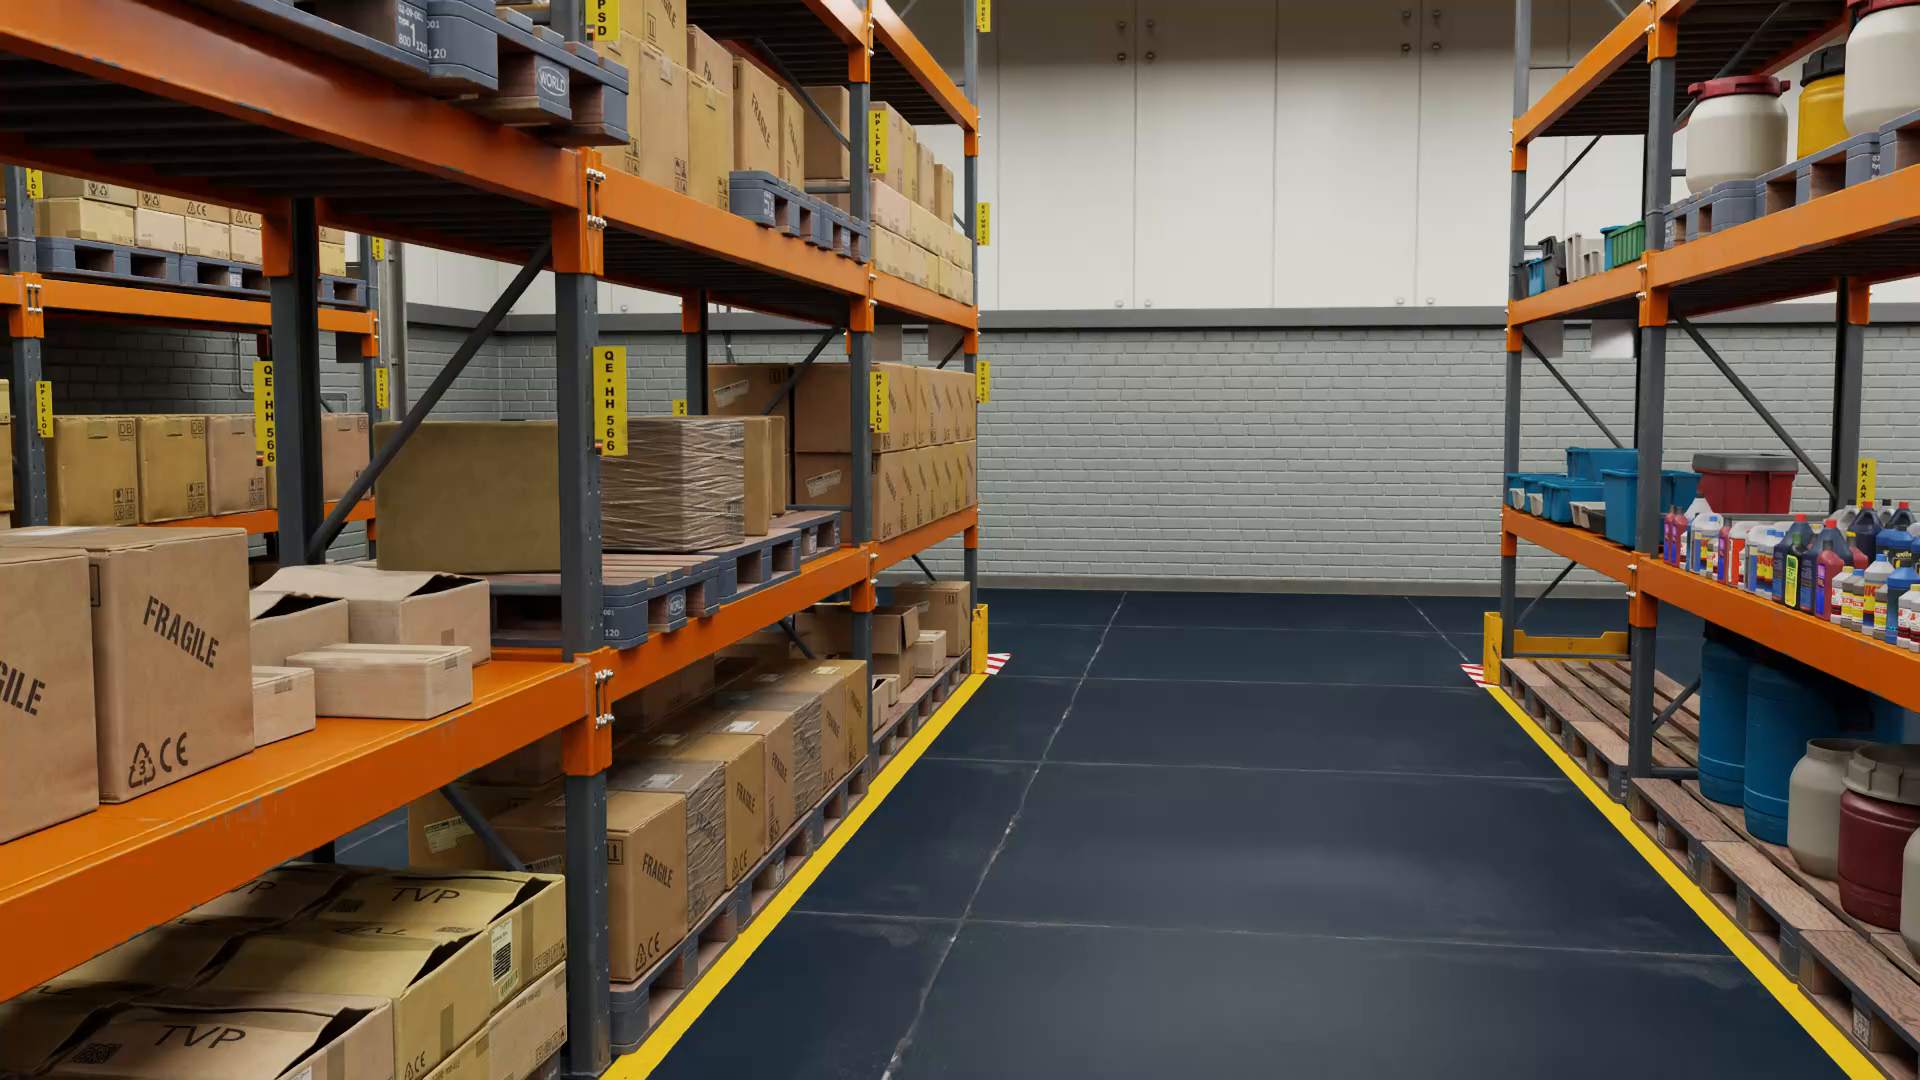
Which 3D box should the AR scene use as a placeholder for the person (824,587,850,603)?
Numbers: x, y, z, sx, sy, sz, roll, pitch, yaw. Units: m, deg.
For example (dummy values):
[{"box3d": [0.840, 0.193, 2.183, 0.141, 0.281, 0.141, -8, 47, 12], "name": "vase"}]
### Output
[{"box3d": [-1.177, 0.008, 15.520, 0.452, 1.603, 0.401, 3, 5, 30], "name": "person"}]
